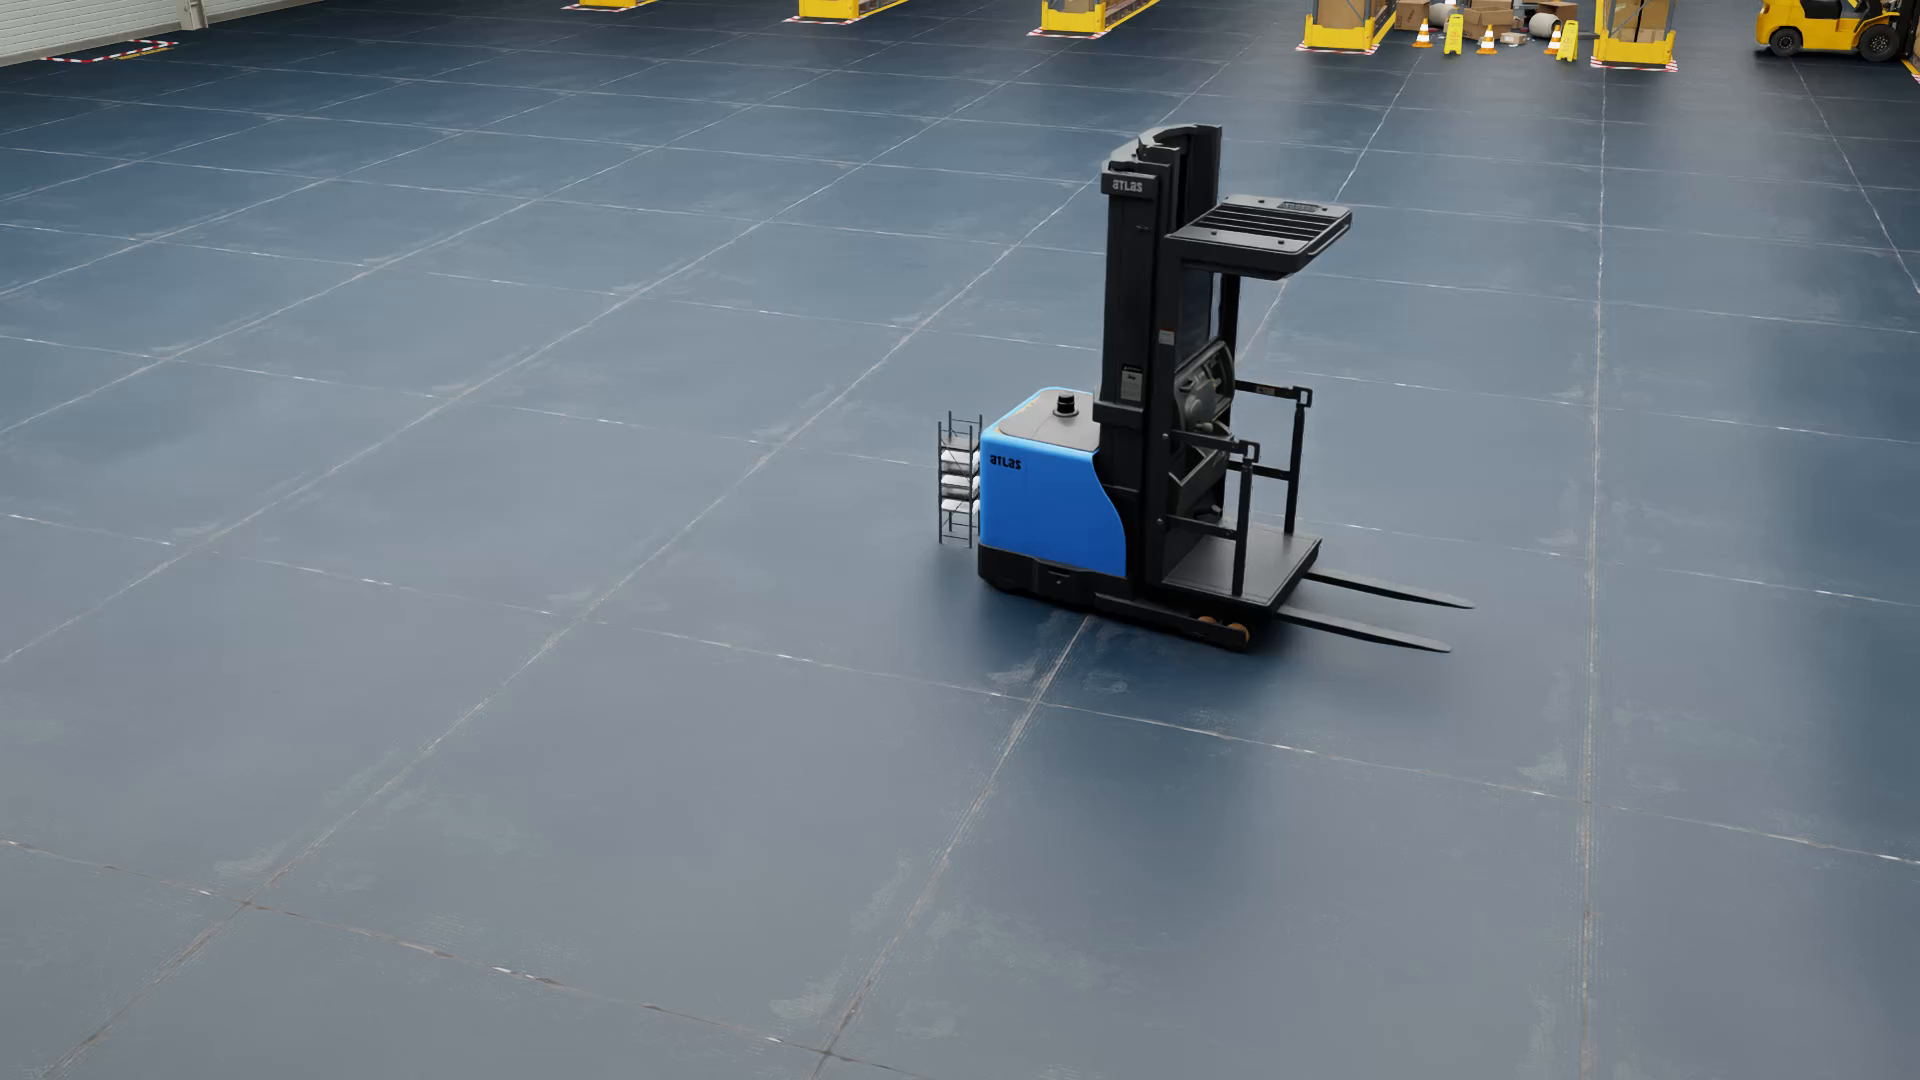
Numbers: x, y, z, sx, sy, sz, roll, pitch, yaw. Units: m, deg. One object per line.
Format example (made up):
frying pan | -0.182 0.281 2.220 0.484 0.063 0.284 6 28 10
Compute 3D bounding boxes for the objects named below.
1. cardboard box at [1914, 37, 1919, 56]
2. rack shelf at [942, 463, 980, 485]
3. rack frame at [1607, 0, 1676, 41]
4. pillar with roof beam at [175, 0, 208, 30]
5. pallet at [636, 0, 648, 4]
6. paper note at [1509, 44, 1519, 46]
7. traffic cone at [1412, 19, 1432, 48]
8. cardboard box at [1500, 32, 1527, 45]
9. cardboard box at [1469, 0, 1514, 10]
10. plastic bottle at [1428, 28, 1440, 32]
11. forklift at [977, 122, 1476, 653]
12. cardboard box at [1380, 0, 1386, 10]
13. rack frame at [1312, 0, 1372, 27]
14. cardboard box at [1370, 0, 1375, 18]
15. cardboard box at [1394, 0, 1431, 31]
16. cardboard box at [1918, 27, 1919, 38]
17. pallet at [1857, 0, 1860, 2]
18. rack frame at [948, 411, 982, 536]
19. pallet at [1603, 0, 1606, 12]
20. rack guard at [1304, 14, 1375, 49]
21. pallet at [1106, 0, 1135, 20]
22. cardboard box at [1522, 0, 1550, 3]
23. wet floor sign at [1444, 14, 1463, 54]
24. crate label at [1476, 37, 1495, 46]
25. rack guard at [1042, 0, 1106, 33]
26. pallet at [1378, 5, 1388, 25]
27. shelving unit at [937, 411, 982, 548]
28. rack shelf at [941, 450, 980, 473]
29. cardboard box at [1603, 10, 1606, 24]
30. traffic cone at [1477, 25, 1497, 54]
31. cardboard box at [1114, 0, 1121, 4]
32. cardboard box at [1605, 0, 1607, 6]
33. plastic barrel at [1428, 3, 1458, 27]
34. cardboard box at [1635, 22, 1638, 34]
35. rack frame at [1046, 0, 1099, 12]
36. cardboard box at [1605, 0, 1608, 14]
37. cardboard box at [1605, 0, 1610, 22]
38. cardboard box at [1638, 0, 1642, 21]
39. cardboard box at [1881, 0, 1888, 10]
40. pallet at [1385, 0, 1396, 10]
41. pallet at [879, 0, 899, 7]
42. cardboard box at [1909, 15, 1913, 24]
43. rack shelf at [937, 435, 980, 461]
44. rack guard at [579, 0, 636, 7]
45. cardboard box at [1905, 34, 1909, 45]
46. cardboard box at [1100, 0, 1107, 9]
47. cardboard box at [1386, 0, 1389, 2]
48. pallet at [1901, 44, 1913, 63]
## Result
cardboard box | 16.164 -8.170 27.578 0.500 0.250 0.500 9 27 17
rack shelf | 0.003 -0.459 11.260 0.258 0.077 0.200 9 27 17
rack frame | 11.449 -9.495 27.641 1.000 3.000 0.127 9 27 17
pillar with roof beam | -10.429 -13.110 28.224 9.100 9.000 0.400 9 27 17
pallet | -7.022 -11.435 34.849 1.003 0.211 1.213 9 27 17
paper note | 9.886 -8.835 29.687 0.148 0.019 0.142 0 26 -1
traffic cone | 8.263 -9.041 29.616 0.336 0.463 0.334 9 27 17
cardboard box | 9.980 -9.043 29.980 0.250 0.149 0.380 -20 33 -36
cardboard box | 9.949 -9.907 31.201 0.797 0.637 0.503 9 27 17
plastic bottle | 8.821 -9.546 31.119 0.283 0.061 0.133 0 26 -1
forklift | 1.659 -0.910 9.990 3.031 2.935 1.130 13 29 25
cardboard box | 7.803 -10.799 32.292 0.875 0.875 0.875 9 27 18
rack frame | 6.747 -10.171 29.038 1.000 3.000 0.127 9 27 17
cardboard box | 7.201 -10.054 30.752 0.875 0.875 0.875 8 27 17
cardboard box | 8.529 -9.904 31.352 0.500 0.500 0.500 14 29 26
cardboard box | 16.175 -8.403 27.486 0.500 0.250 0.500 8 27 17
pallet | 19.077 -11.110 34.178 1.003 0.211 1.213 9 27 17
rack frame | 0.037 -0.450 11.371 0.240 0.900 0.006 9 27 17
pallet | 13.442 -10.707 33.344 1.003 0.211 1.213 9 27 17
rack guard | 6.739 -9.036 29.563 1.175 0.500 0.348 9 27 17
pallet | 2.840 -10.536 32.993 1.003 0.211 1.213 9 27 17
cardboard box | 11.091 -10.600 31.924 0.500 0.500 0.500 9 27 17
wet floor sign | 8.605 -8.812 28.934 0.267 0.644 0.232 4 26 8
crate label | 9.419 -8.923 29.746 0.250 0.136 0.298 -5 26 -9
rack guard | 2.129 -9.838 31.219 1.175 0.500 0.348 9 27 17
pallet | 7.752 -10.258 32.419 1.003 0.211 1.213 9 27 17
shelving unit | 0.003 -0.408 11.284 0.258 0.900 0.210 9 27 17
rack shelf | 0.003 -0.540 11.220 0.258 0.077 0.200 9 27 17
cardboard box | 12.162 -9.666 30.668 0.500 0.250 0.500 10 28 20
traffic cone | 9.216 -8.738 28.989 0.336 0.463 0.334 9 27 17
cardboard box | 2.948 -10.978 33.091 0.500 0.500 0.500 6 27 13
cardboard box | 12.329 -10.224 30.961 0.500 0.500 0.500 10 28 20
plastic barrel | 9.147 -9.967 31.572 0.421 0.421 0.512 -14 29 -27
cardboard box | 12.325 -9.172 29.649 0.500 0.250 0.500 11 28 21
rack frame | 2.104 -10.932 30.610 1.000 3.000 0.127 9 27 17
cardboard box | 11.988 -9.790 30.063 0.500 0.500 0.500 10 28 20
cardboard box | 11.640 -9.366 29.188 0.500 0.500 0.500 10 28 19
cardboard box | 12.155 -9.300 29.053 0.500 0.500 0.500 8 27 16
cardboard box | 18.139 -10.383 31.720 0.875 0.625 0.625 8 27 15
pallet | 8.264 -10.888 33.718 1.003 0.211 1.213 9 27 17
pallet | -1.903 -11.266 34.499 1.003 0.211 1.213 9 27 17
cardboard box | 16.497 -8.823 28.354 0.500 0.250 0.500 9 27 17
rack shelf | 0.003 -0.621 11.181 0.258 0.077 0.200 9 27 17
rack guard | -7.245 -11.235 34.104 1.175 0.500 0.348 9 27 17
cardboard box | 16.490 -8.591 28.448 0.500 0.250 0.500 10 27 19
cardboard box | 2.494 -10.500 32.105 0.500 0.500 0.500 17 30 31
cardboard box | 8.200 -11.259 33.386 1.050 0.750 0.750 9 27 17
pallet | 16.753 -8.341 28.459 1.003 0.211 1.213 9 27 17
